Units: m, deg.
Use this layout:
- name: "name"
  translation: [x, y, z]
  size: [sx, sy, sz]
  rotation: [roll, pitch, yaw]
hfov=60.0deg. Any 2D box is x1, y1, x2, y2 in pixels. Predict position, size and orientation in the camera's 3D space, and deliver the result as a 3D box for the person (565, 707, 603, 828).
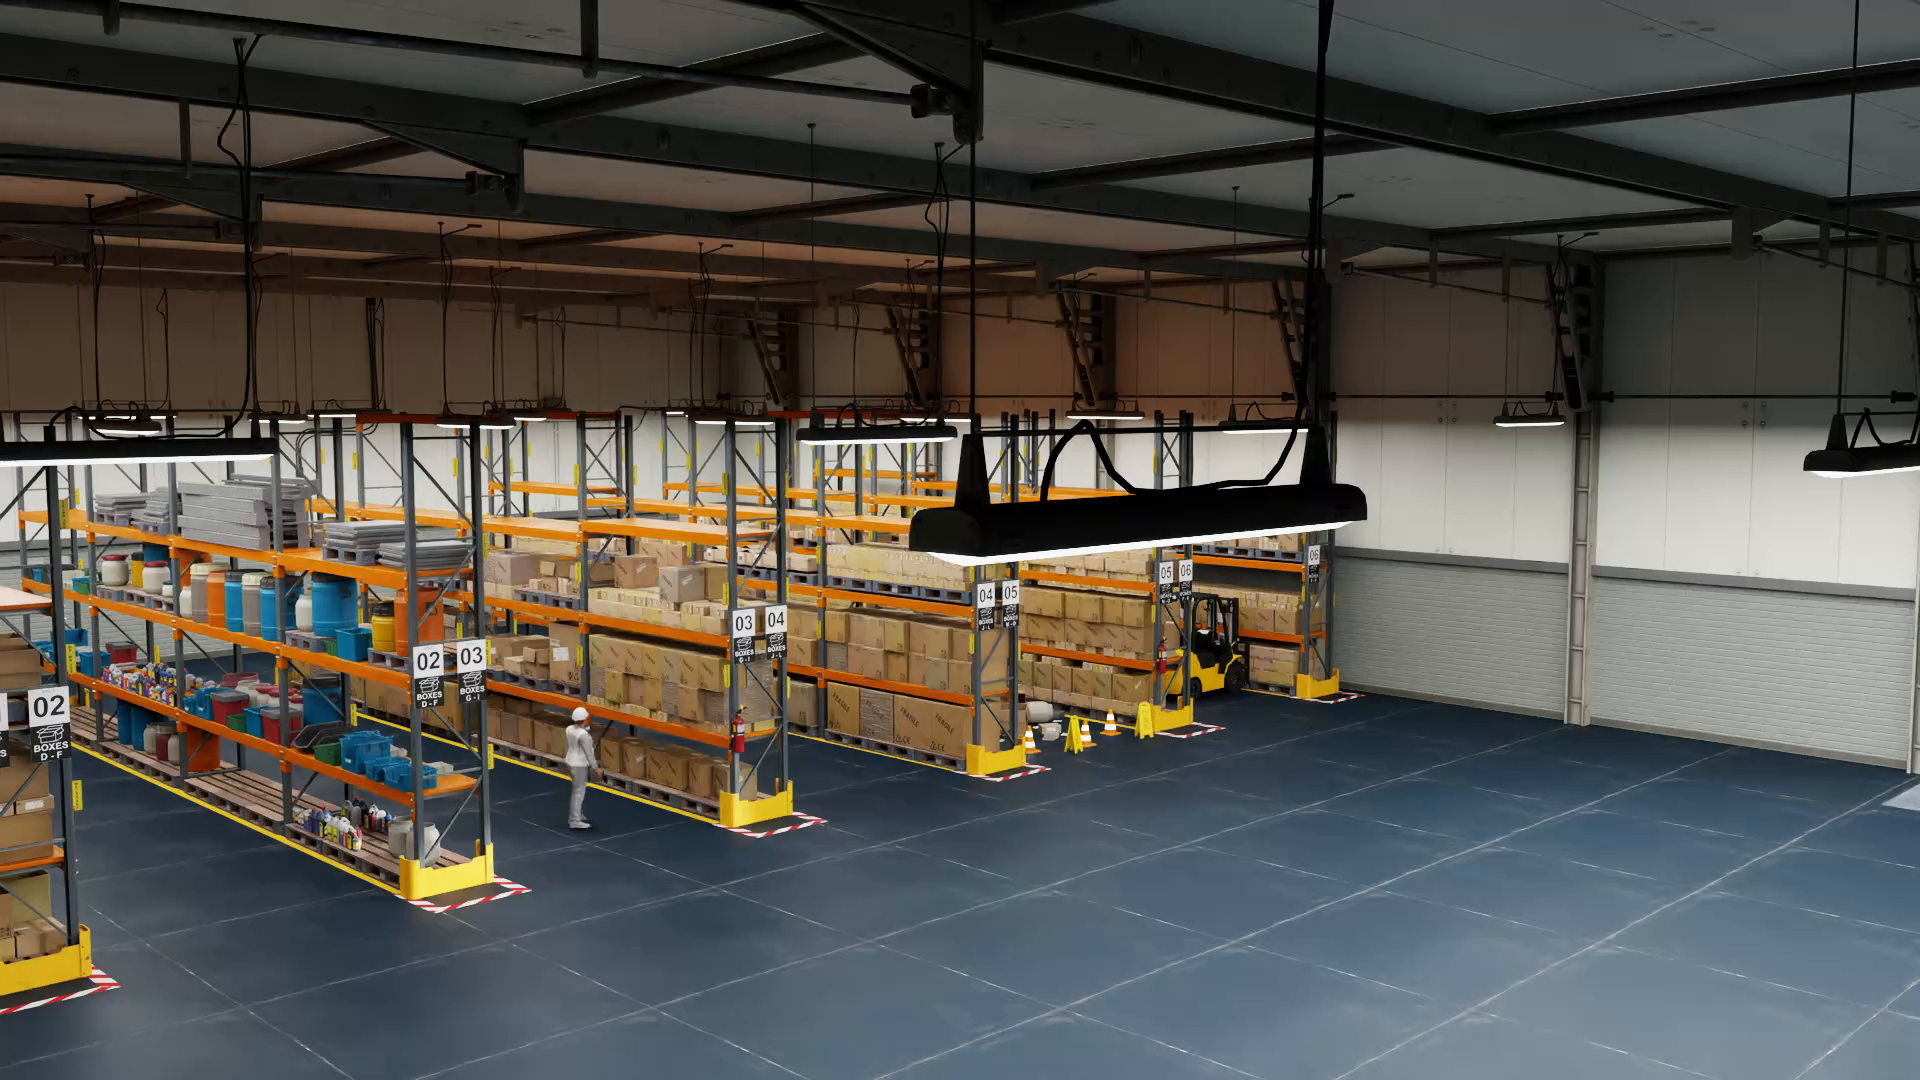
- name: "person"
  translation: [-5.592, 3.347, 24.528]
  size: [0.507, 1.809, 0.684]
  rotation: [-3, 6, -30]
